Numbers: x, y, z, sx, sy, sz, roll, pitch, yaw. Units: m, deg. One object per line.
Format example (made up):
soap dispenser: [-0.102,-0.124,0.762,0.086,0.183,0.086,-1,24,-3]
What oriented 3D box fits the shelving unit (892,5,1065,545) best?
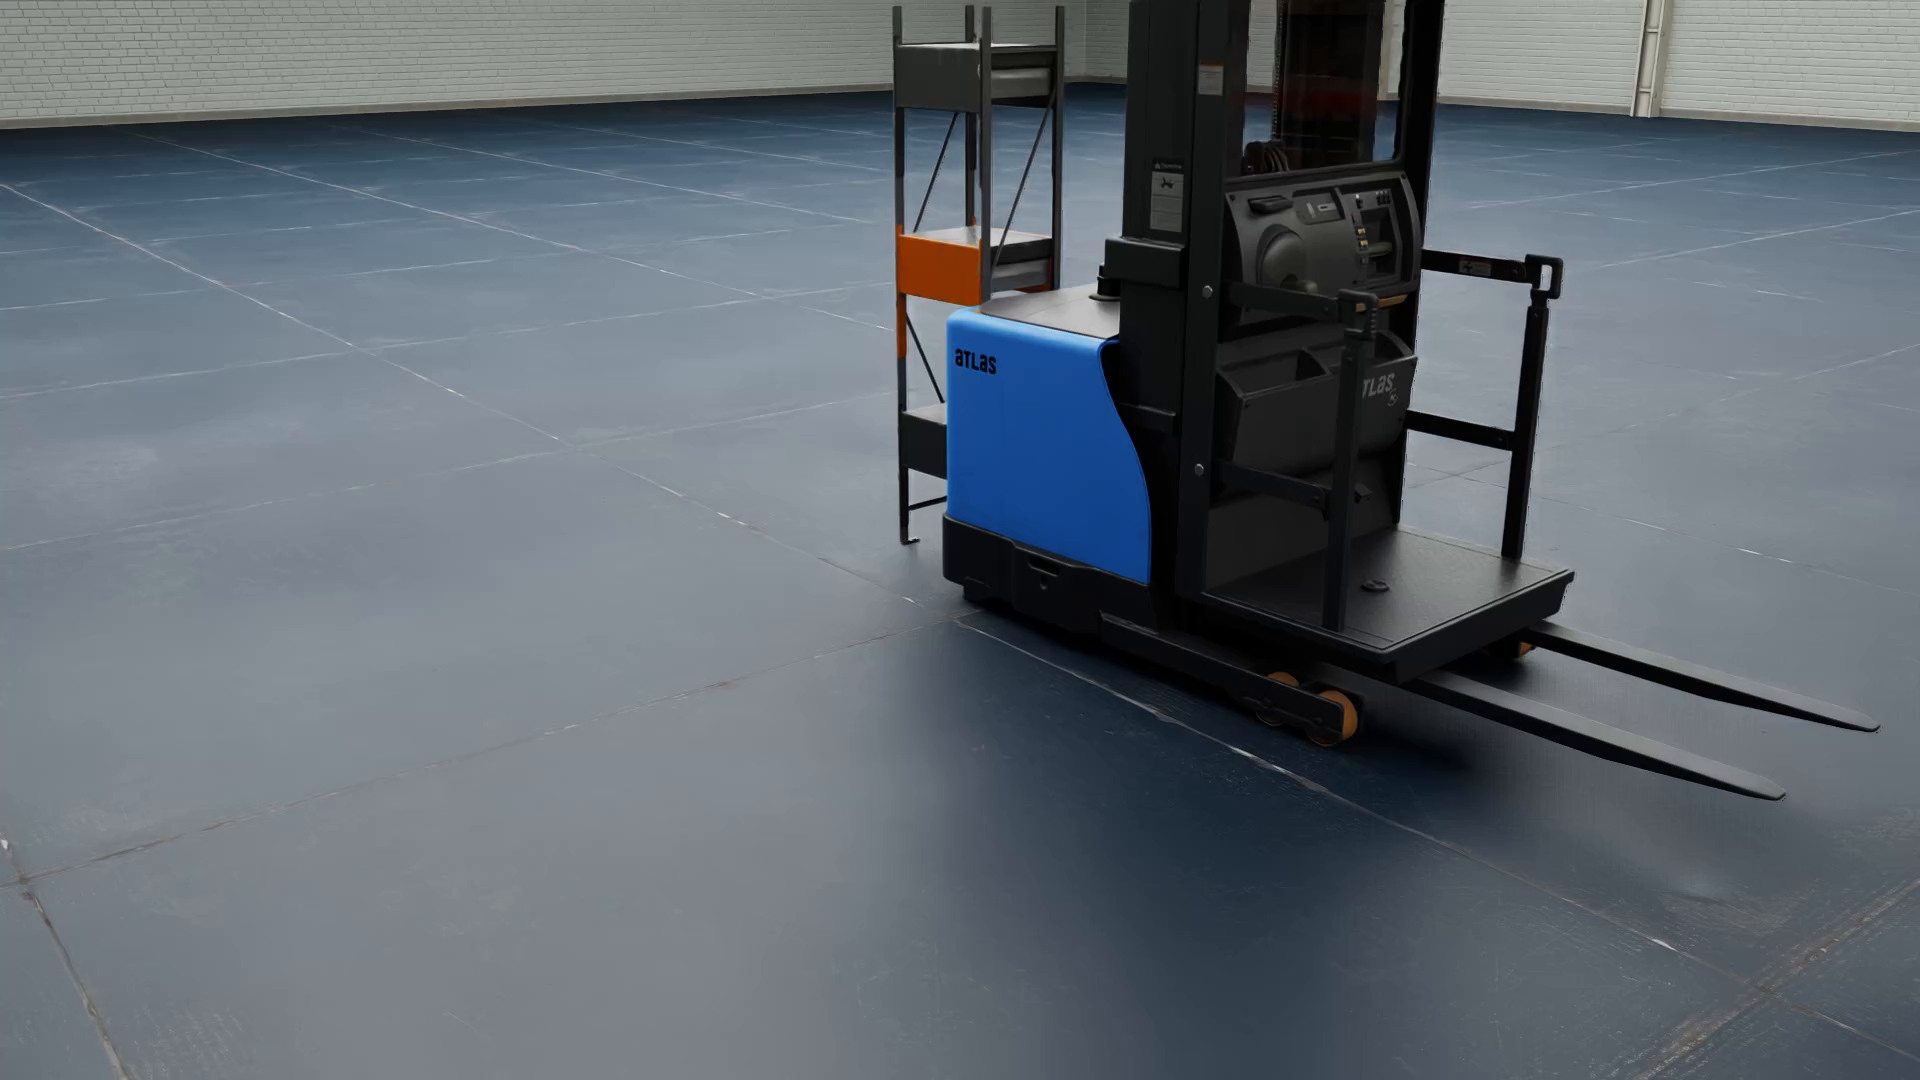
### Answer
shelving unit: [0.067,-0.964,6.430,0.431,2.100,0.503,-16,24,-39]

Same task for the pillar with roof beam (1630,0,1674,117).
pillar with roof beam: [8.884,-11.020,25.827,9.100,9.000,0.400,-14,23,-36]

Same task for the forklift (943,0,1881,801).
forklift: [1.293,-0.952,5.073,1.130,2.935,3.031,-16,24,-39]

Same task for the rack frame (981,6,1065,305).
rack frame: [0.230,-0.907,6.258,0.400,2.100,0.015,-16,24,-39]

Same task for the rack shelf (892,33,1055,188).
rack shelf: [0.066,-1.615,6.213,0.431,0.518,0.480,-16,24,-39]

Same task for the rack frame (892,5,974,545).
rack frame: [-0.096,-1.021,6.602,0.400,2.100,0.015,-16,24,-39]

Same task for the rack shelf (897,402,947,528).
rack shelf: [0.069,-0.286,6.656,0.431,0.518,0.480,-16,24,-39]

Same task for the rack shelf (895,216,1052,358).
rack shelf: [0.067,-0.951,6.434,0.431,0.518,0.480,-16,24,-39]

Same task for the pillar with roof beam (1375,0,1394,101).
pillar with roof beam: [5.159,-12.499,30.292,9.100,9.000,0.400,-14,23,-36]
